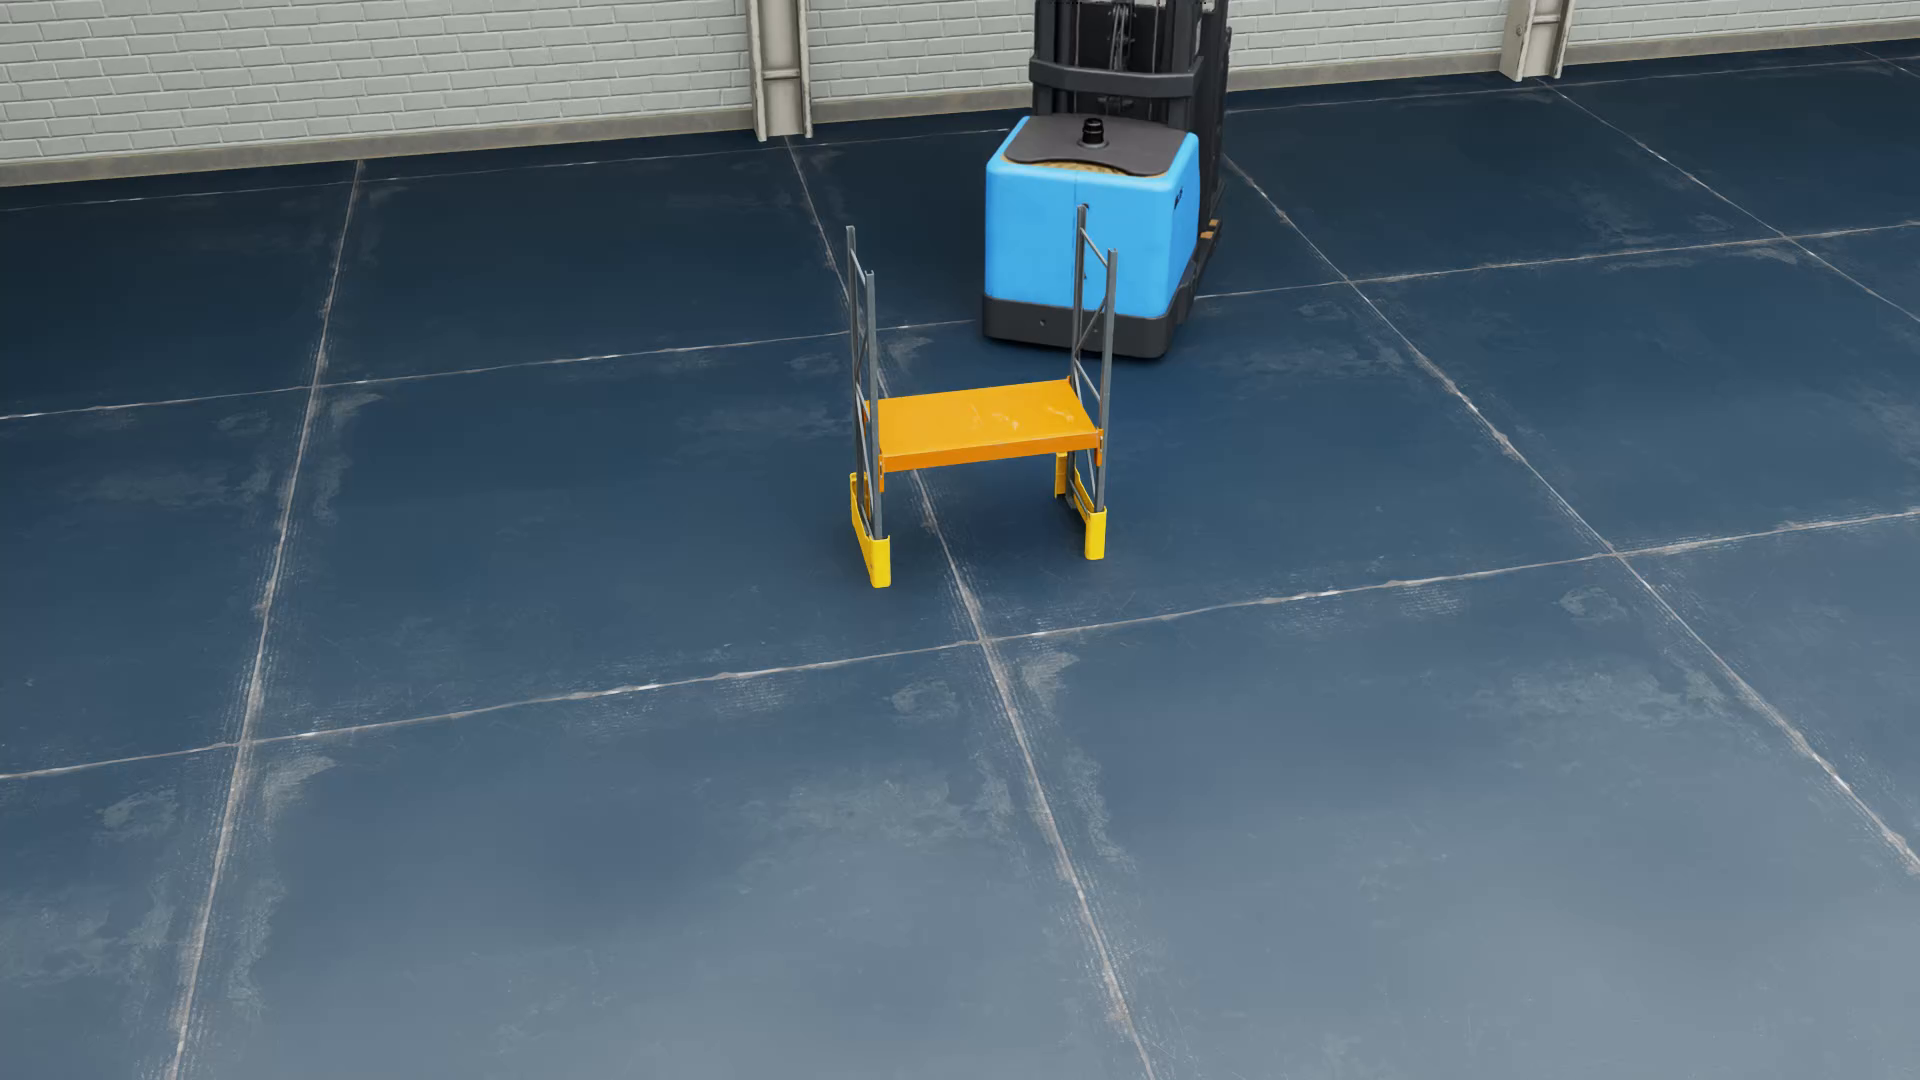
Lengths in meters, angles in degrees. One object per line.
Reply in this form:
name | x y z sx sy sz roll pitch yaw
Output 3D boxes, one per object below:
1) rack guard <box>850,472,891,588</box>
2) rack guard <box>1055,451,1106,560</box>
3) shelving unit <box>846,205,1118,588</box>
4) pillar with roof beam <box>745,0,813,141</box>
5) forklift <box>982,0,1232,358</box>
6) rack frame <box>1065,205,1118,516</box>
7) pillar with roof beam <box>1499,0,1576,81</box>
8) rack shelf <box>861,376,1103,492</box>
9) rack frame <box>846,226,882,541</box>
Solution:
rack guard | -0.411 -0.052 7.603 0.087 0.250 0.587 -7 35 -11
rack guard | 0.560 -0.174 7.786 0.087 0.250 0.587 -7 35 -11
shelving unit | 0.074 -0.632 7.346 1.083 1.500 0.587 -7 35 -11
pillar with roof beam | -0.350 -4.395 6.224 0.400 9.000 9.100 -7 35 -11
forklift | 1.031 -3.030 9.635 1.130 2.935 3.031 9 35 14
rack frame | 0.579 -0.696 7.441 0.032 1.500 0.500 -7 35 -11
pillar with roof beam | 5.503 -5.133 7.323 0.400 9.000 9.100 -7 35 -11
rack shelf | 0.083 -0.484 7.448 1.000 0.185 0.538 -7 35 -11
rack frame | -0.413 -0.571 7.255 0.032 1.500 0.500 -7 35 -11
